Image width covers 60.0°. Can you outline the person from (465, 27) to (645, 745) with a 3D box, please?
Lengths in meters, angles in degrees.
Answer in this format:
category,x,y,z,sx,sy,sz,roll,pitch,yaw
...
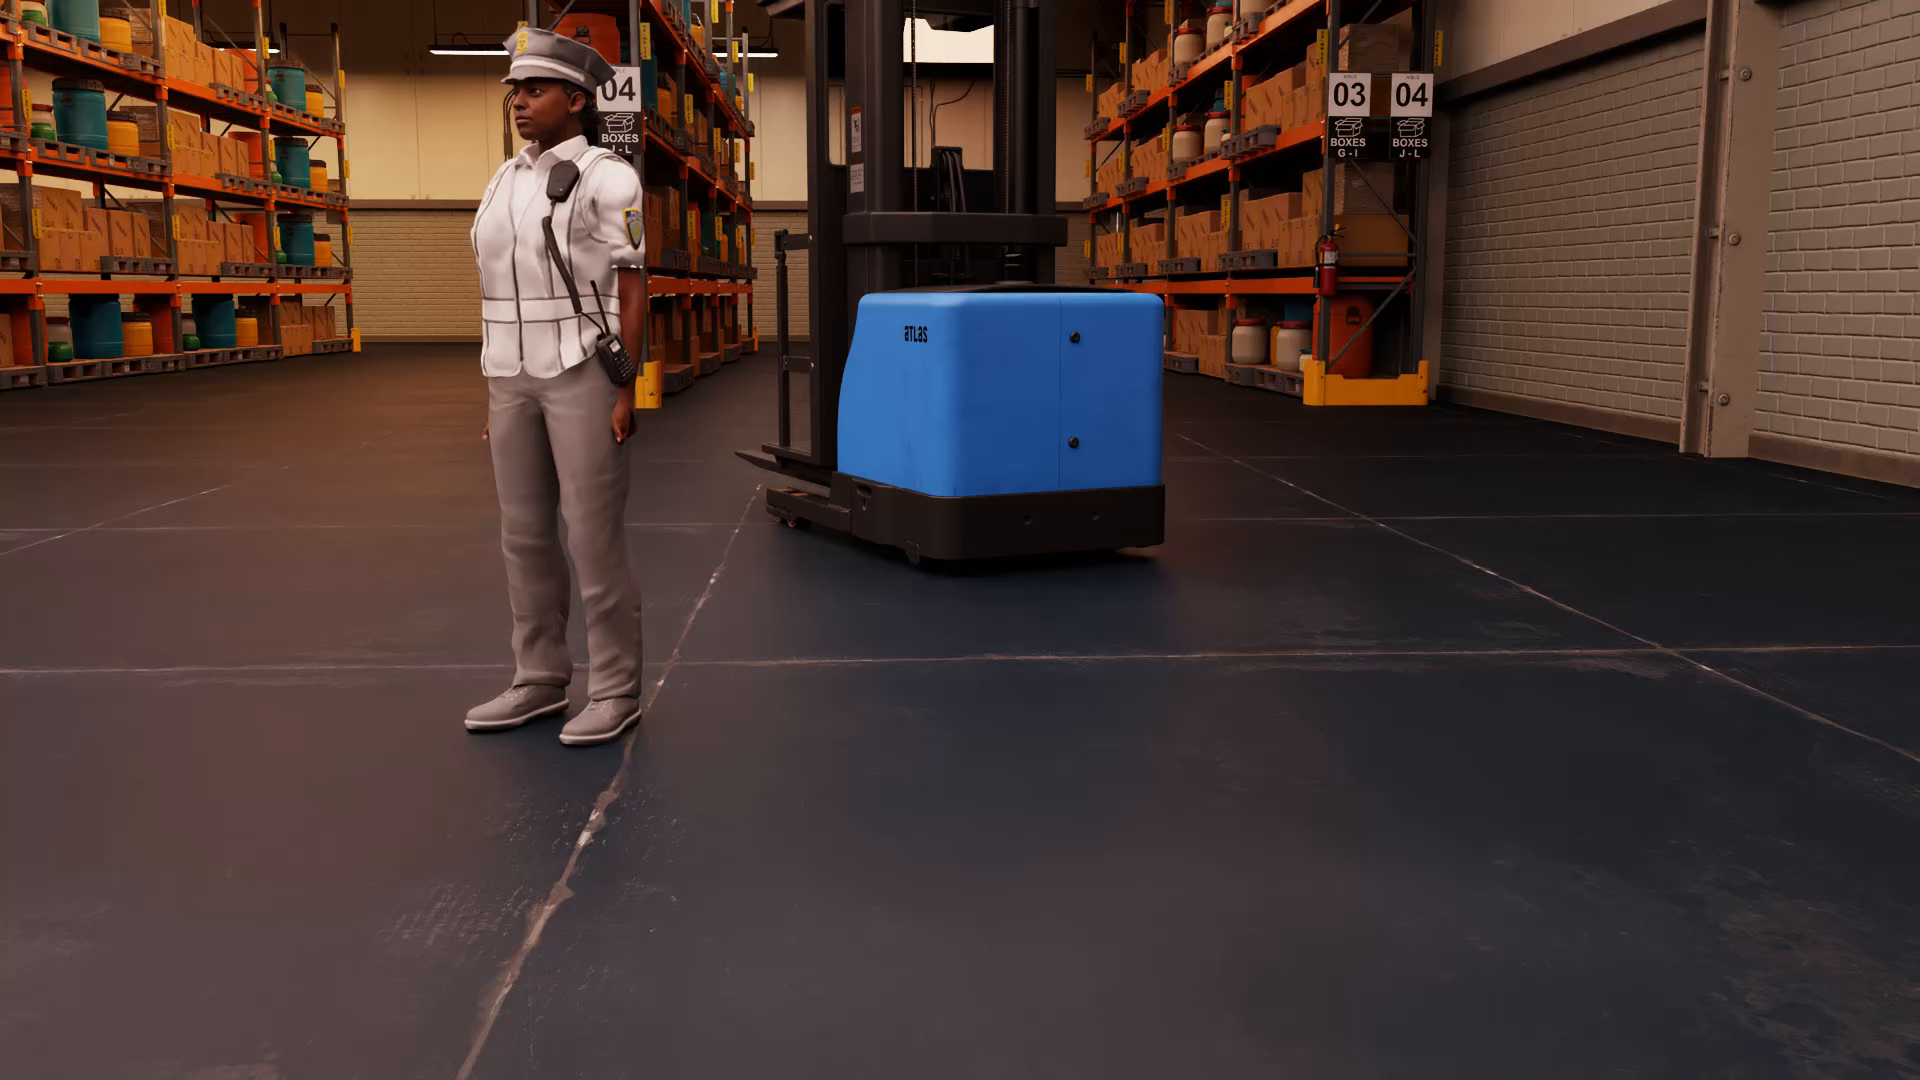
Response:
category,x,y,z,sx,sy,sz,roll,pitch,yaw
person,-0.981,-0.365,4.047,0.441,1.688,0.337,4,9,26

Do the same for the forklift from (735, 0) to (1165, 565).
category,x,y,z,sx,sy,sz,roll,pitch,yaw
forklift,-0.264,-1.530,7.637,1.130,2.935,3.031,-4,9,-25
